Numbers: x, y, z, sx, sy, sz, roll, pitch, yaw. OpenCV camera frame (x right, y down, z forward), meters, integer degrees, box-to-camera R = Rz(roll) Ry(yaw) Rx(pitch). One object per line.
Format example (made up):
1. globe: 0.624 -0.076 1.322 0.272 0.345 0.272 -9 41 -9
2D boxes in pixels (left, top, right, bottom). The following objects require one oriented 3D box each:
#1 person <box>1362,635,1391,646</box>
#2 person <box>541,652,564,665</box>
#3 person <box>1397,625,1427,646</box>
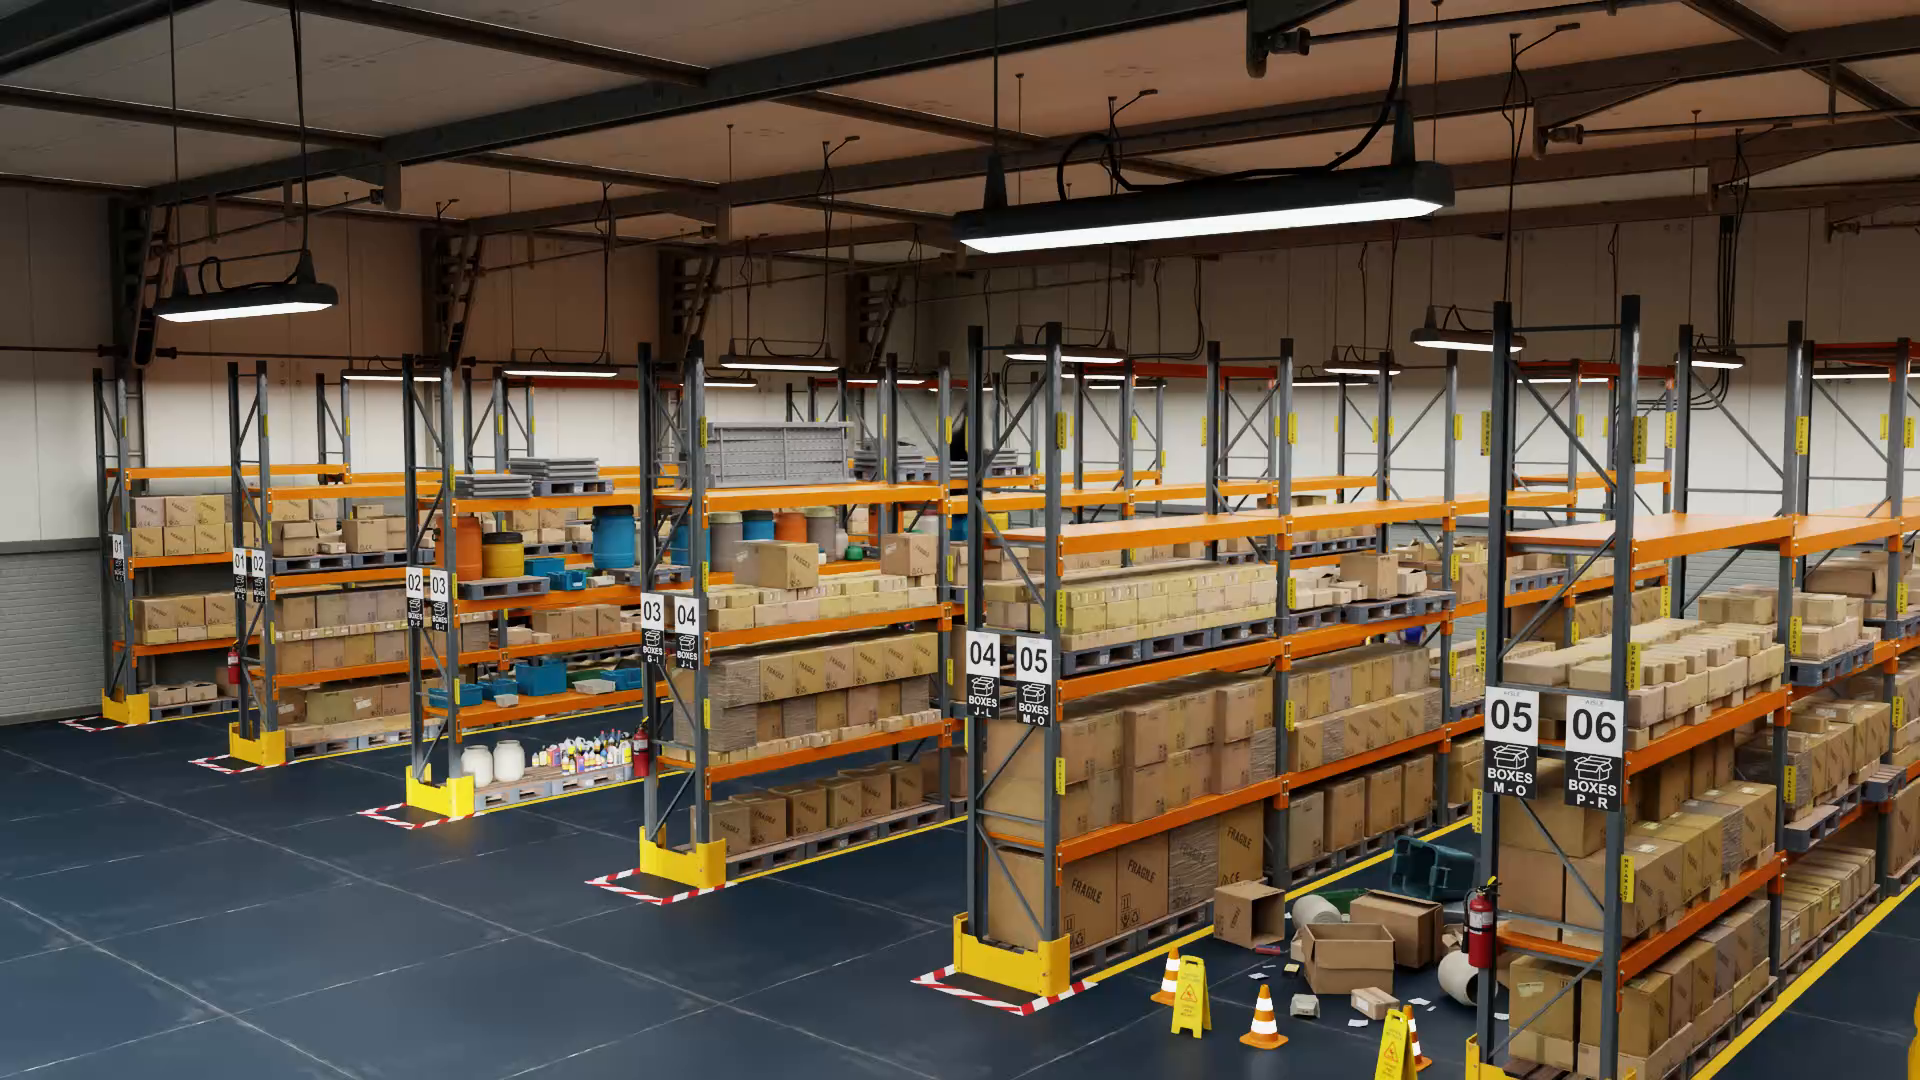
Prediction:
1. person: 7.044 2.234 28.121 0.683 1.678 0.864 3 5 36
2. person: -7.877 2.078 31.876 0.601 1.491 0.853 2 5 22
3. person: 8.597 2.065 31.771 0.582 1.614 0.888 0 4 -4
